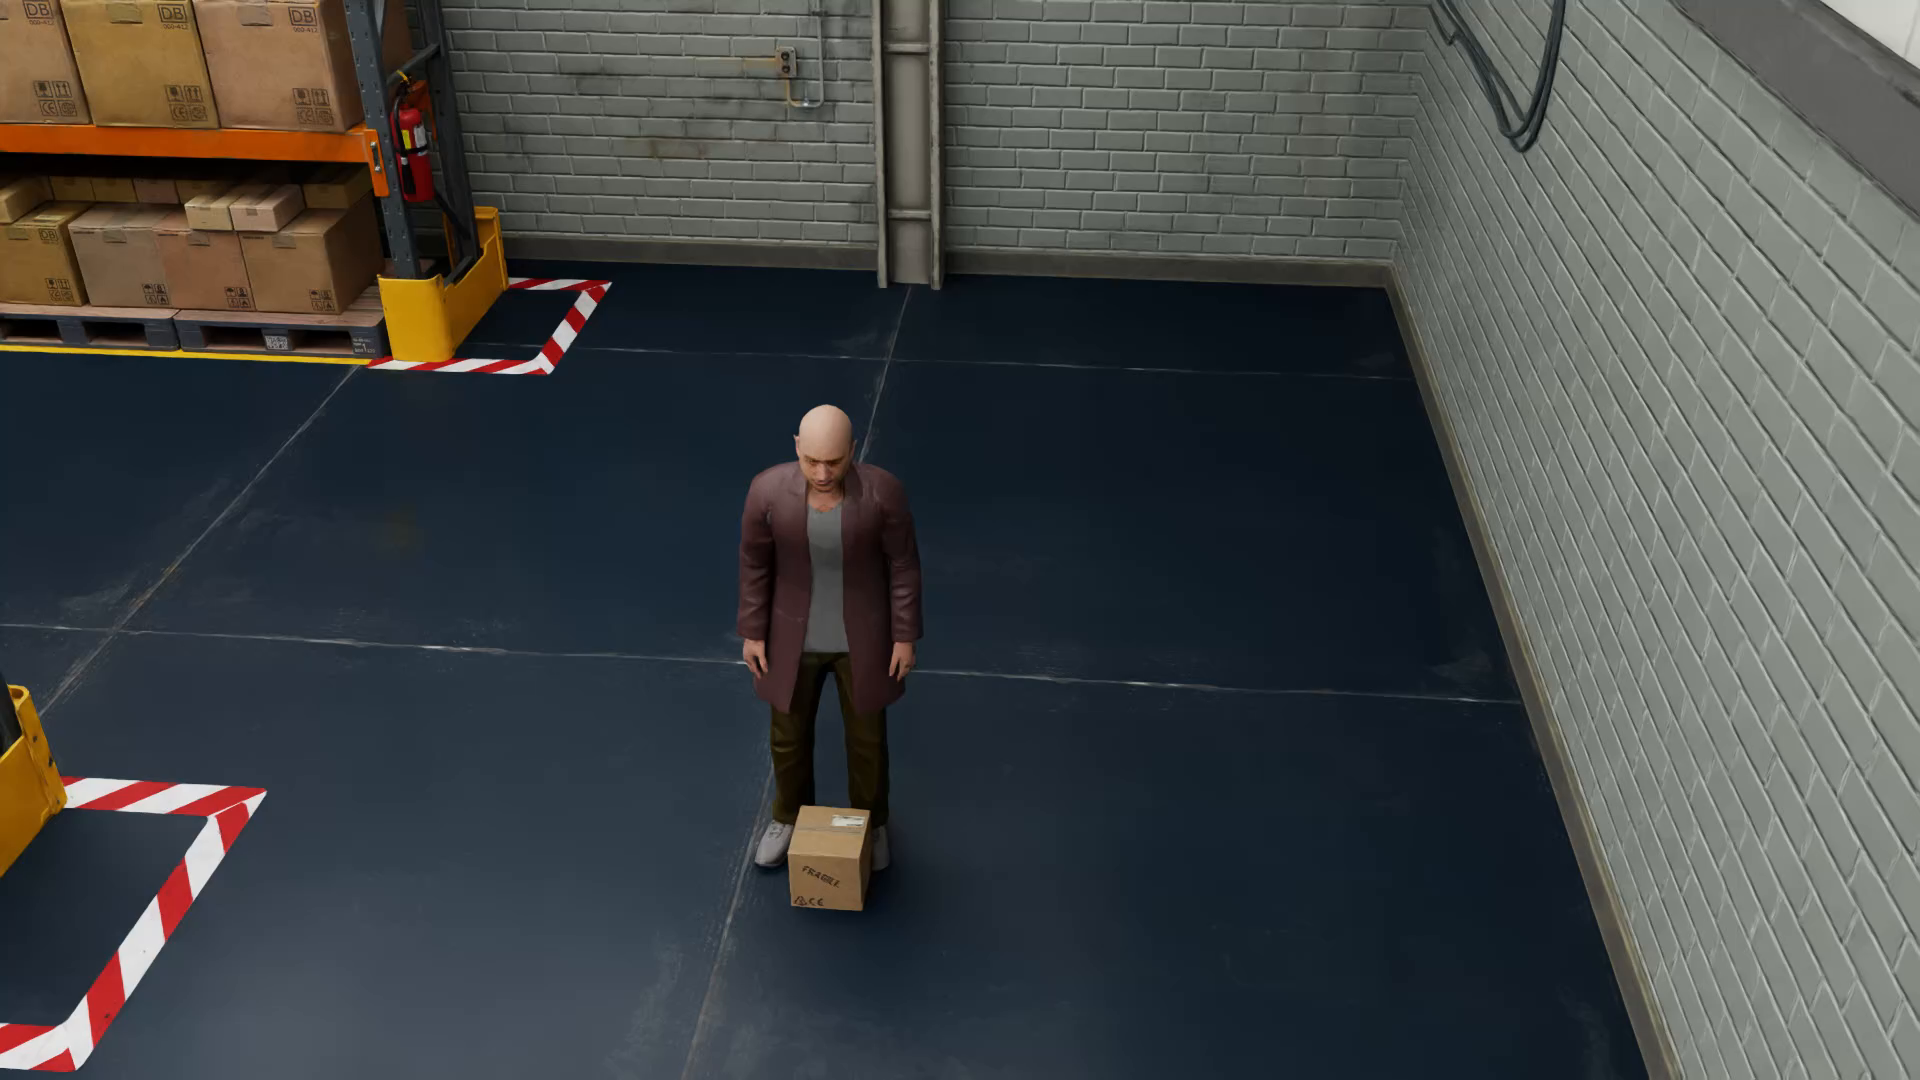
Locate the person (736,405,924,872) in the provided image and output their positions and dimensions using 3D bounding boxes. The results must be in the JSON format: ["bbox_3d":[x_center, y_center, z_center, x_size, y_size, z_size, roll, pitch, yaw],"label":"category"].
[{"bbox_3d":[-0.437,0.413,5.665,0.633,1.576,0.427,1,32,2],"label":"person"}]
